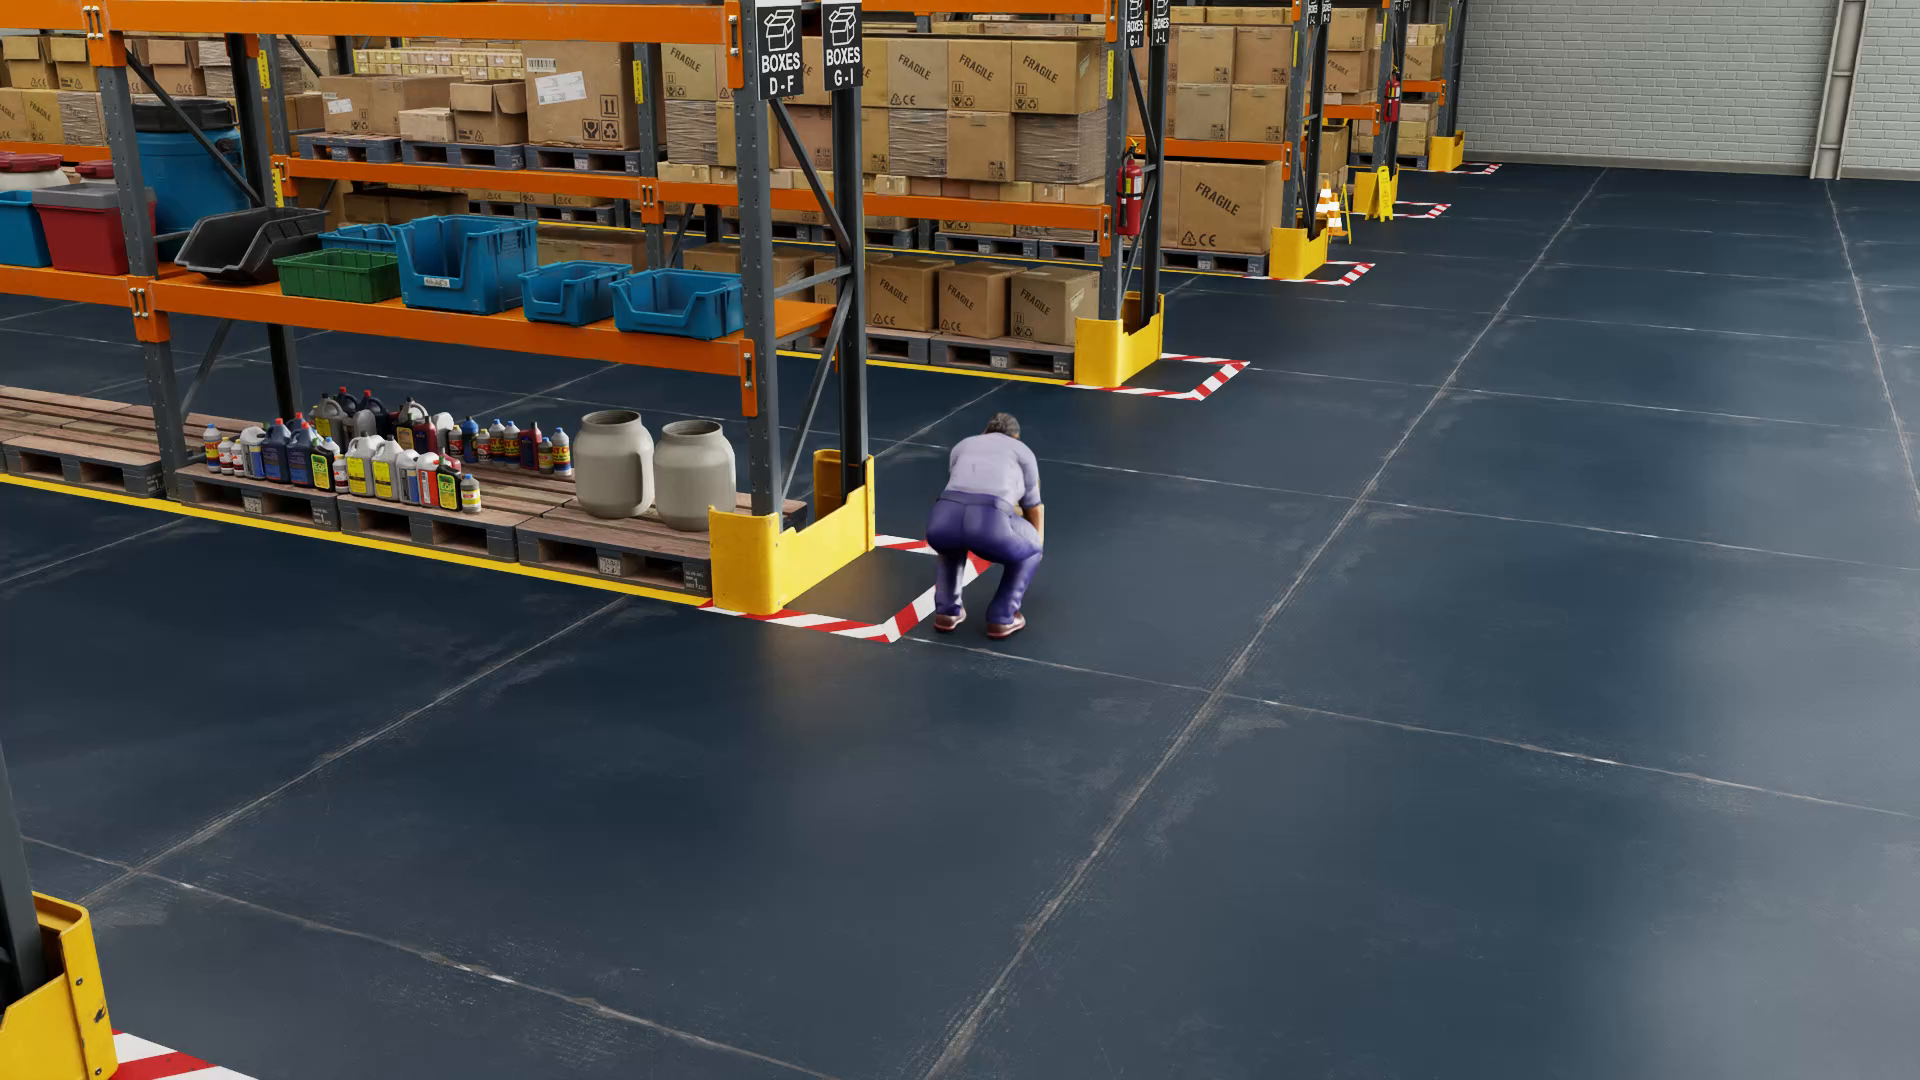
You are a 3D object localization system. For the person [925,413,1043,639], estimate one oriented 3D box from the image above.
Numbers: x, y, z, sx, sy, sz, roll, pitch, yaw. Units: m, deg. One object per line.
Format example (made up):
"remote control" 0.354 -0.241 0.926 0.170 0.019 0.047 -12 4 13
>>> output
"person" 0.127 -0.065 7.872 0.516 0.937 0.868 7 20 18
